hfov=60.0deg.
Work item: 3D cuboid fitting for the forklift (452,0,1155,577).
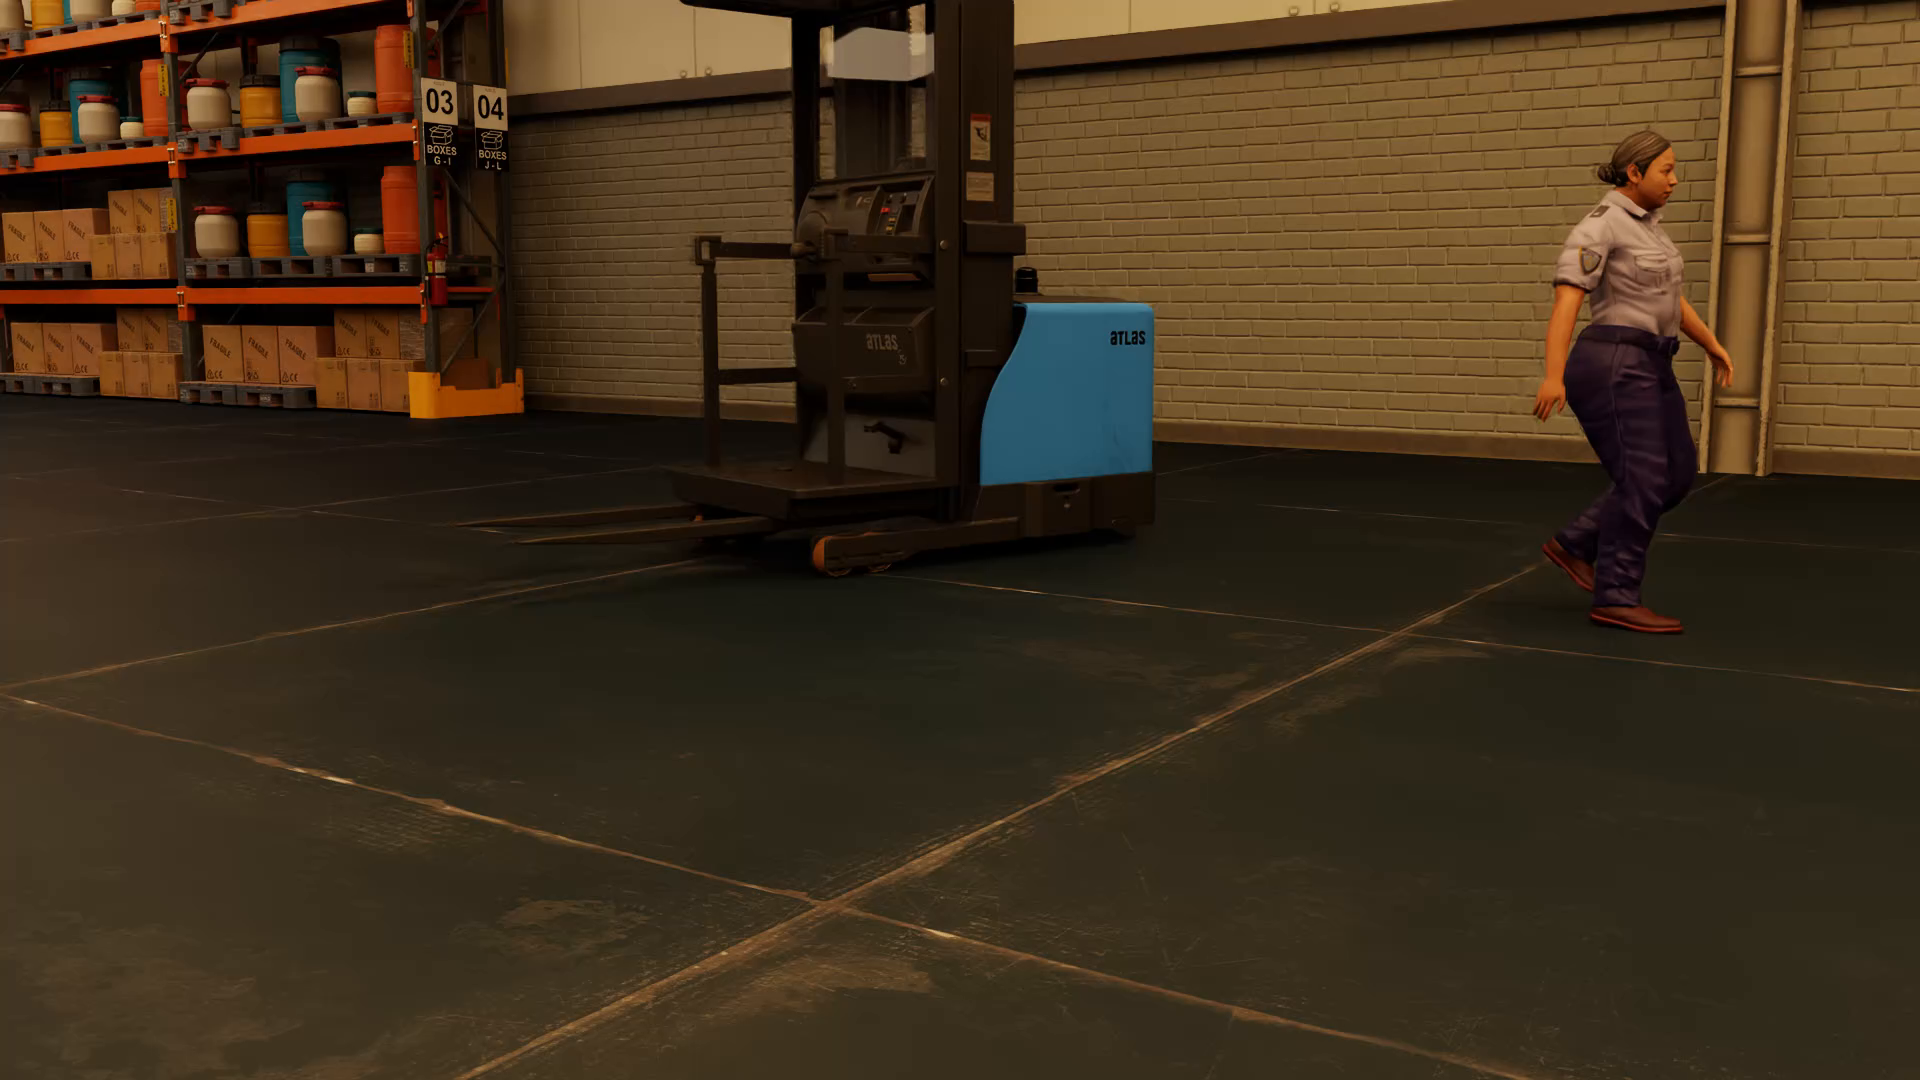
[{"bbox_3d":[-0.579,-1.388,6.955,3.031,2.935,1.130,-6,10,-37],"label":"forklift"}]

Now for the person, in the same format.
[{"bbox_3d":[2.208,-0.529,5.563,0.564,1.633,0.719,6,10,38],"label":"person"}]
